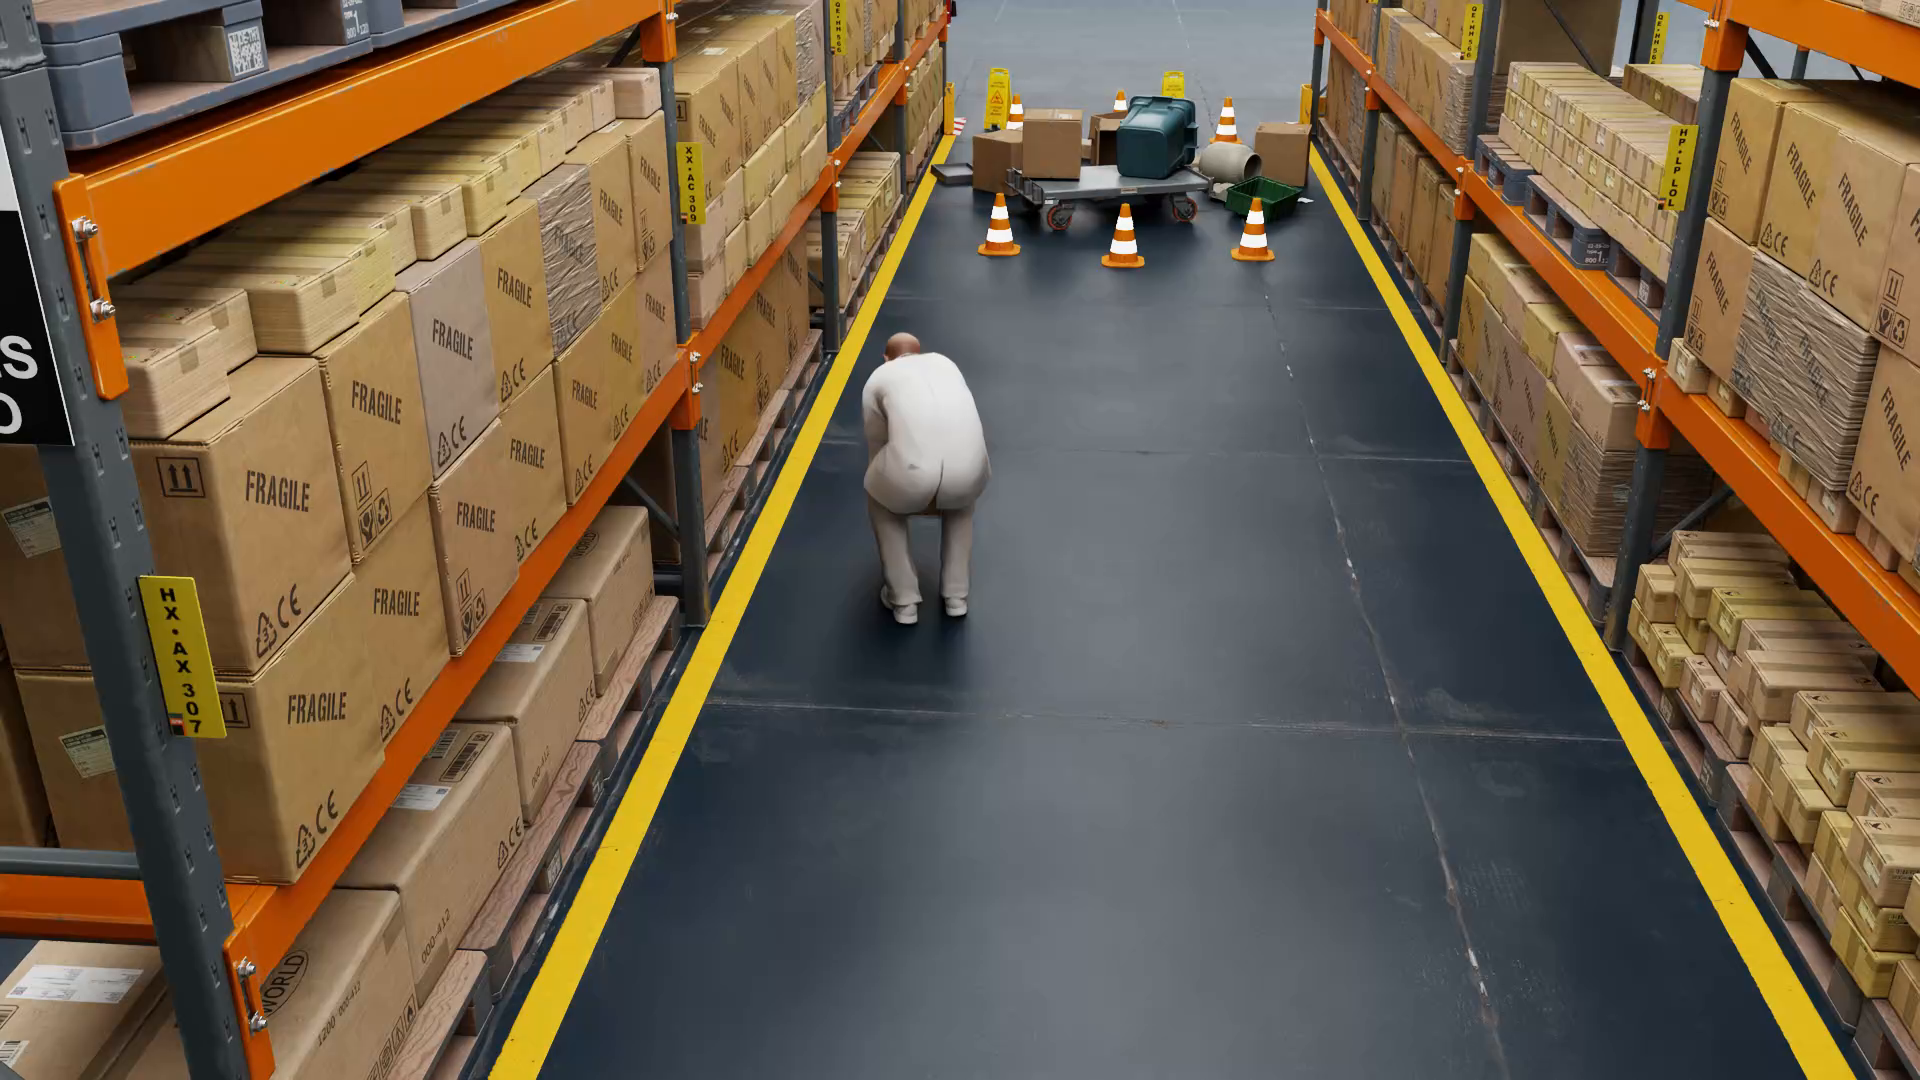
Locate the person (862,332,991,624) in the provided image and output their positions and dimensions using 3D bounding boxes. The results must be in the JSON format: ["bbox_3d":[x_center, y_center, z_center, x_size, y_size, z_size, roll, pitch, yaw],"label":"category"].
[{"bbox_3d":[-0.176,-0.281,7.523,0.581,1.142,0.936,-5,25,-11],"label":"person"}]
